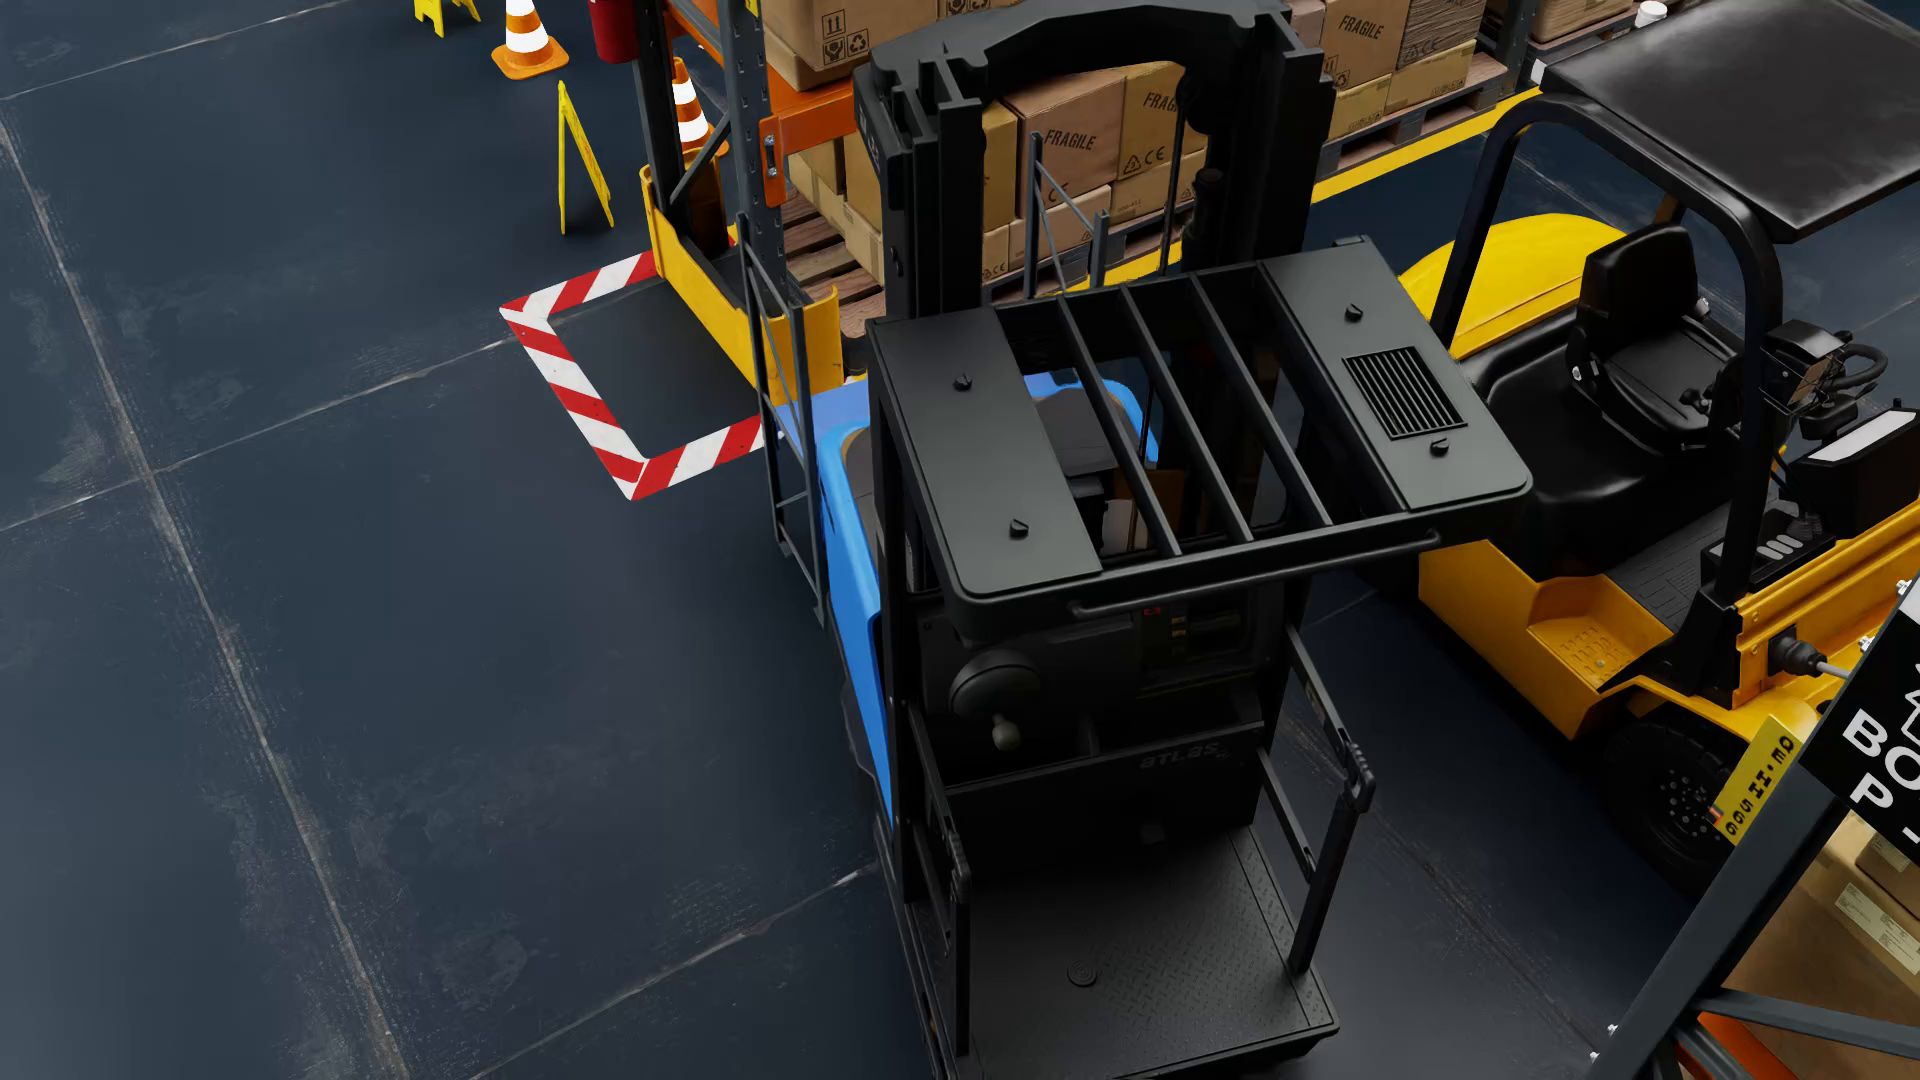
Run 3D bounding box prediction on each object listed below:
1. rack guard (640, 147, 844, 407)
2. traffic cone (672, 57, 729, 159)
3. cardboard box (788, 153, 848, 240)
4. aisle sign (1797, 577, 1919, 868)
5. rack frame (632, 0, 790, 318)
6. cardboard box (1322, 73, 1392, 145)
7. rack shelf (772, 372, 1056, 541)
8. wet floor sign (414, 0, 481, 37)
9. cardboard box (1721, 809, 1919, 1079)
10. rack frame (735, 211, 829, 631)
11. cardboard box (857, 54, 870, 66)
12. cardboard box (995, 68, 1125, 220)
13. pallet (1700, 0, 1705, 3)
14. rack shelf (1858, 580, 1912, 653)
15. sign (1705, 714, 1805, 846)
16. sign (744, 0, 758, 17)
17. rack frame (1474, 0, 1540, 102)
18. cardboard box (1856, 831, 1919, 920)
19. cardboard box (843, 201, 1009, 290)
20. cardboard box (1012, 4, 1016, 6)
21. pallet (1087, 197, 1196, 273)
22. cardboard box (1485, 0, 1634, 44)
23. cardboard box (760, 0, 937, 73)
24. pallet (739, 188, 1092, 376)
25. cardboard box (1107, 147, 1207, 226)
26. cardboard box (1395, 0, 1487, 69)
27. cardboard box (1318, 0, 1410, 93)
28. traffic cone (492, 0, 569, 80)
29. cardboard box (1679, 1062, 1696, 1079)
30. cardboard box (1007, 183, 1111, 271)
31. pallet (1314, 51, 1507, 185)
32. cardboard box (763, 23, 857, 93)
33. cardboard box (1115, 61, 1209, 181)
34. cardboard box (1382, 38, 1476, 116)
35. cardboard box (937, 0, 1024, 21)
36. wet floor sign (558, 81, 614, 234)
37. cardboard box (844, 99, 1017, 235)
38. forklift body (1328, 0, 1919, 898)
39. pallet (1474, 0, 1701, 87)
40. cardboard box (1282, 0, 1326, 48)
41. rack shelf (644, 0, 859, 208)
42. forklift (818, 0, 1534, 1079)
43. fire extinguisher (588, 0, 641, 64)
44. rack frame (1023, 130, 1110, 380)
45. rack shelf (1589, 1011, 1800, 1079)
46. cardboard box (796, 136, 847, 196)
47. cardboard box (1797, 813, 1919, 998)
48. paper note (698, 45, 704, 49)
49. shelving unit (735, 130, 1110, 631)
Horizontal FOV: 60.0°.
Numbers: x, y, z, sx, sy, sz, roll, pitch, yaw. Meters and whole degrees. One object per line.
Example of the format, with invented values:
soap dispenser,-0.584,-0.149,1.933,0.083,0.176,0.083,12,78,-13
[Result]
rack guard,-0.907,-1.086,6.882,0.348,0.500,1.175,-25,53,-21
traffic cone,-1.296,-2.029,7.747,0.334,0.463,0.336,-25,53,-21
cardboard box,-0.411,-1.614,7.238,0.500,0.250,0.500,-25,53,-21
aisle sign,1.468,0.223,2.302,0.004,0.787,0.394,-25,53,-21
rack frame,-0.971,-1.887,5.922,0.127,3.000,1.000,-25,53,-21
cardboard box,1.610,-2.082,7.656,0.500,0.250,0.500,-27,53,-22
rack shelf,-0.116,-0.387,5.832,1.000,0.185,0.538,-19,51,-16
wet floor sign,-2.666,-2.928,8.425,0.232,0.644,0.267,-34,57,-27
cardboard box,1.957,0.852,3.416,0.500,0.500,0.500,-26,53,-22
rack frame,-0.577,-0.347,5.555,0.032,1.500,0.500,-19,51,-16
cardboard box,-0.367,-1.917,6.117,0.250,0.149,0.380,-24,53,-20
cardboard box,0.319,-1.729,6.839,0.500,0.500,0.500,-27,54,-22
pallet,4.103,-3.354,9.095,1.213,0.211,1.003,-25,53,-21
rack shelf,3.372,-0.308,2.989,4.000,0.370,1.077,-25,53,-21
sign,1.403,0.435,2.920,0.005,0.325,0.100,-25,53,-21
sign,-0.681,-1.832,5.293,0.005,0.325,0.100,-25,53,-21
rack frame,2.412,-3.481,7.341,0.127,3.000,1.000,-25,53,-21
cardboard box,1.871,0.623,2.986,0.250,0.149,0.380,-25,53,-21
cardboard box,-0.141,-1.259,6.922,0.500,0.250,0.500,-26,53,-21
cardboard box,0.140,-2.044,6.230,0.250,0.149,0.380,-24,53,-20
pallet,0.830,-1.774,7.689,1.213,0.211,1.003,-25,53,-21
cardboard box,2.854,-2.957,8.353,0.625,0.372,0.950,-25,53,-20
cardboard box,-0.422,-2.032,5.785,0.500,0.500,0.500,-26,53,-21
pallet,-0.201,-1.291,7.258,1.213,0.211,1.003,-25,53,-21
cardboard box,0.749,-1.683,7.300,0.500,0.250,0.500,-22,52,-18
cardboard box,2.055,-2.550,7.570,0.500,0.500,0.500,-26,53,-21
cardboard box,1.626,-2.346,7.389,0.500,0.500,0.500,-24,53,-20
traffic cone,-2.175,-2.595,8.251,0.334,0.463,0.336,-25,53,-21
cardboard box,1.904,1.309,3.966,0.500,0.250,0.500,-24,52,-20
cardboard box,0.295,-1.457,7.099,0.500,0.250,0.500,-23,52,-20
pallet,1.863,-2.263,8.124,1.213,0.211,1.003,-25,53,-21
cardboard box,-0.573,-1.808,6.020,0.250,0.149,0.380,-25,53,-21
cardboard box,0.747,-1.924,7.012,0.500,0.500,0.500,-24,53,-20
cardboard box,2.055,-2.300,7.850,0.500,0.250,0.500,-23,52,-19
cardboard box,0.014,-2.241,5.971,0.500,0.500,0.500,-24,52,-20
wet floor sign,-1.703,-1.704,7.335,0.232,0.644,0.267,-9,49,-8
cardboard box,-0.121,-1.518,6.651,0.500,0.500,0.500,-27,54,-22
forklift body,2.311,-0.379,5.147,1.214,2.155,2.313,-25,53,-21
pallet,3.070,-2.864,8.660,1.213,0.211,1.003,-25,53,-21
cardboard box,1.195,-2.142,7.207,0.500,0.500,0.500,-23,52,-19
rack shelf,0.721,-2.444,6.900,4.000,0.370,1.077,-25,53,-21
forklift,0.411,0.363,3.964,1.130,2.935,3.031,-11,49,-10
fire extinguisher,-1.314,-2.106,6.169,0.183,0.674,0.296,-25,53,-21
rack frame,0.345,-0.667,5.840,0.032,1.500,0.500,-19,51,-16
rack shelf,3.372,0.689,4.109,4.000,0.370,1.077,-25,53,-21
cardboard box,-0.432,-1.845,6.943,0.500,0.500,0.500,-25,53,-21
cardboard box,1.824,0.683,3.132,0.250,0.149,0.380,-24,53,-20
paper note,-1.234,-2.533,8.485,0.148,0.019,0.142,30,55,24
shelving unit,-0.116,-0.507,5.697,1.048,1.500,0.538,-19,51,-16
